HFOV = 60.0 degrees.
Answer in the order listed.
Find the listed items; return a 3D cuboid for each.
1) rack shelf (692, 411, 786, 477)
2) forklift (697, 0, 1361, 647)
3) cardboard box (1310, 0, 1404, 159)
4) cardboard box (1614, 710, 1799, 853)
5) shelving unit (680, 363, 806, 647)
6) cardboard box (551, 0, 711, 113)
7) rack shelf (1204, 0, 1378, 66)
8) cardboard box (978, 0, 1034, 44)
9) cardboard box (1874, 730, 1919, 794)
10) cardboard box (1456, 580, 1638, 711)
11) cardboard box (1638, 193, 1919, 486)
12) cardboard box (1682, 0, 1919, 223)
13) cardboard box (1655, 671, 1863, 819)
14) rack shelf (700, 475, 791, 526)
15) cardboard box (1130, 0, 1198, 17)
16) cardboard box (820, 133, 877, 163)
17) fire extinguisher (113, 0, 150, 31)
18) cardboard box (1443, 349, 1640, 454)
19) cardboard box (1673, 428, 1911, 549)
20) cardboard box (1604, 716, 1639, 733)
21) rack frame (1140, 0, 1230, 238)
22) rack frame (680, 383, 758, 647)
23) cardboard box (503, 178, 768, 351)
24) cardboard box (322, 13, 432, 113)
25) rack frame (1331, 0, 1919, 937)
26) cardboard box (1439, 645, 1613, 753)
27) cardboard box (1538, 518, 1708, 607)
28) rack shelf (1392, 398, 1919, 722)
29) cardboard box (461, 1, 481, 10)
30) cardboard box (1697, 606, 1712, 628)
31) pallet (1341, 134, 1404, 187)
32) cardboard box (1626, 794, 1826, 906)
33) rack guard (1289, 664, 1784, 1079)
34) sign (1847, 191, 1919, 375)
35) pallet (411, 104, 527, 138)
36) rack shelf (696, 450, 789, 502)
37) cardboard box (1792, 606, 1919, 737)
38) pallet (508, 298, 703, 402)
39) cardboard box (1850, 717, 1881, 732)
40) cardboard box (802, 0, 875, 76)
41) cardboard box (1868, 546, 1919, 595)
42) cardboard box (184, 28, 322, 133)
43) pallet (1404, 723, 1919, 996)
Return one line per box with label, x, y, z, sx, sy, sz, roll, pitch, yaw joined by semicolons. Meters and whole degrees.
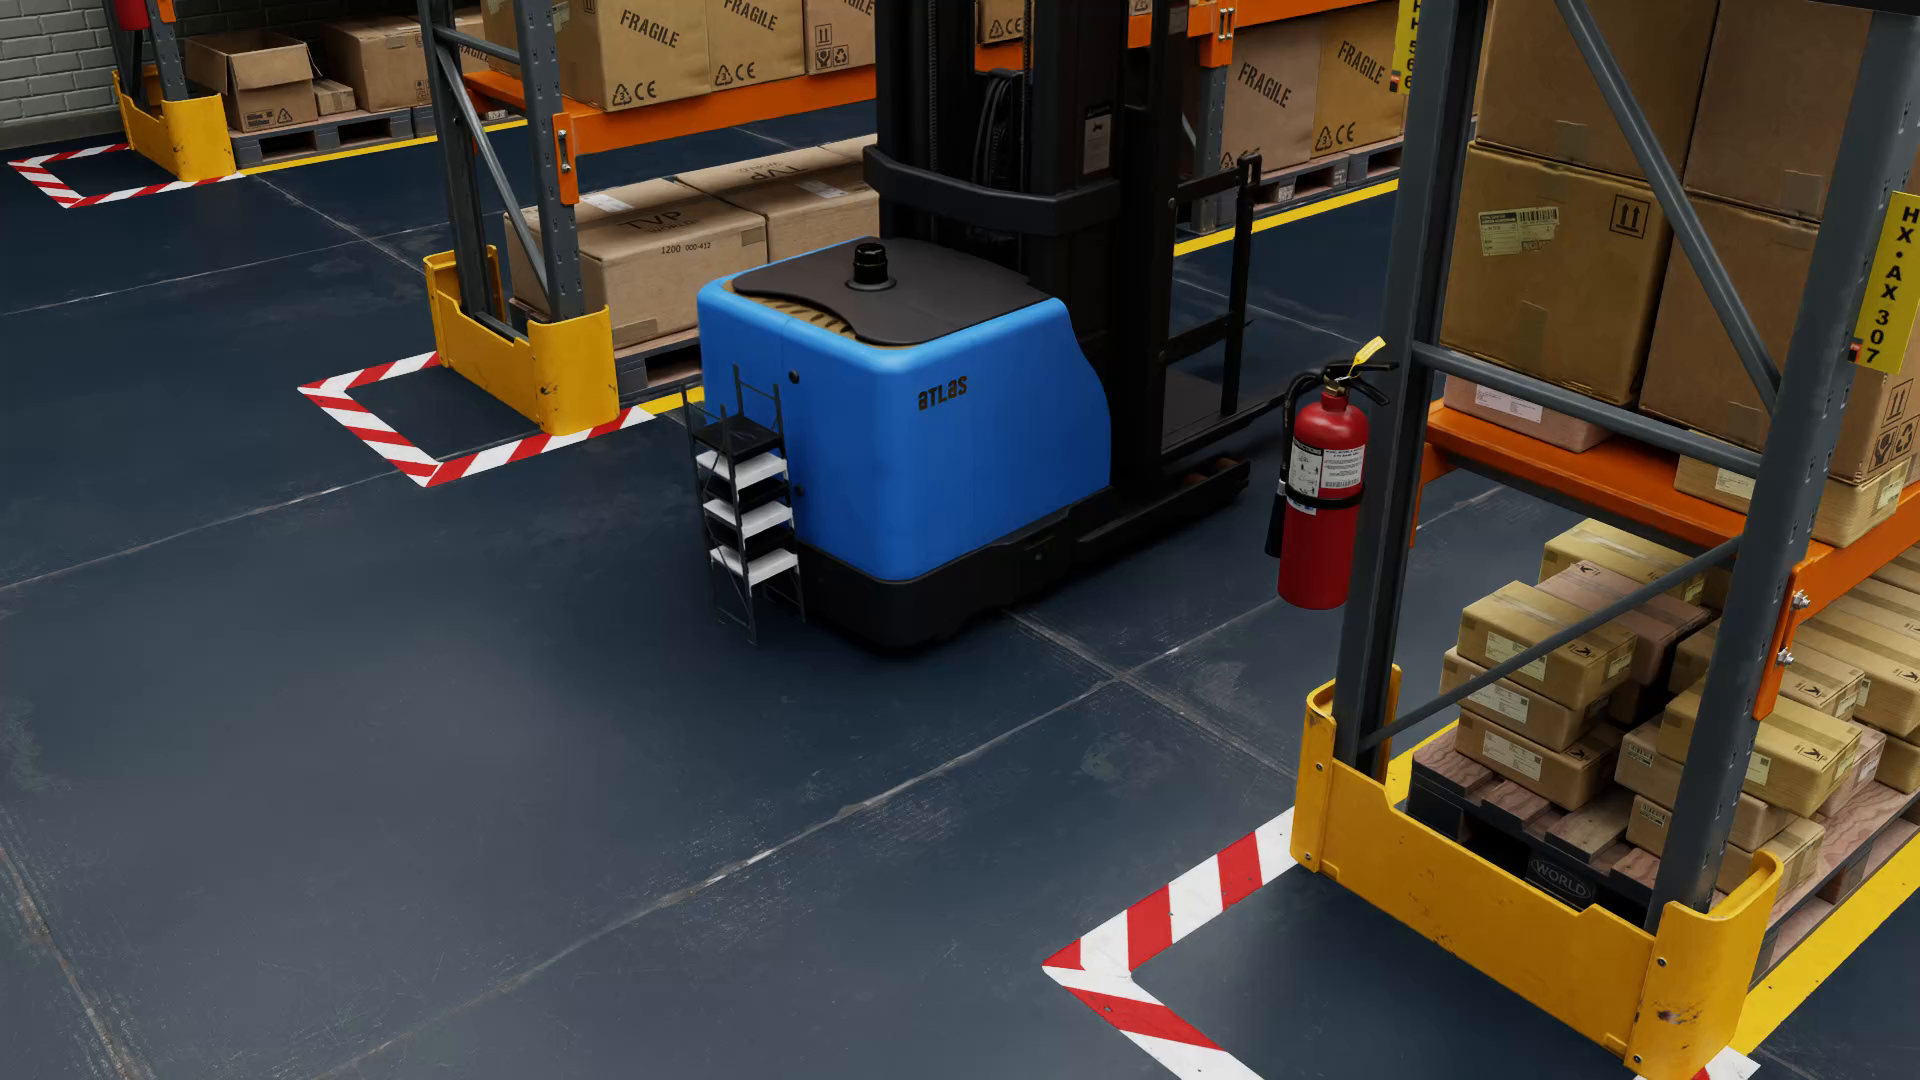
rack shelf;-0.720;-0.311;5.364;0.200;0.077;0.258;-27;38;-34
forklift;0.496;-1.536;6.014;3.031;2.935;1.130;-25;37;-39
cardboard box;2.197;-2.990;10.472;0.875;0.875;0.875;-21;34;-34
cardboard box;1.907;0.596;4.217;0.250;0.149;0.380;-20;34;-33
shelving unit;-0.708;-0.108;5.484;0.210;0.900;0.258;-27;38;-34
cardboard box;-1.396;-2.109;6.908;0.500;0.500;0.500;-22;35;-35
rack shelf;2.617;-3.539;10.454;4.000;0.370;1.077;-22;35;-35
cardboard box;0.148;-2.737;8.083;0.500;0.500;0.500;-23;35;-36
cardboard box;2.544;0.523;4.668;0.250;0.149;0.380;-21;35;-34
cardboard box;1.580;0.280;4.492;0.250;0.149;0.380;-21;35;-34
cardboard box;1.863;-0.491;3.564;0.500;0.500;0.500;-20;34;-33
cardboard box;1.856;-0.936;3.336;0.500;0.500;0.500;-22;35;-35
cardboard box;1.961;0.494;4.091;0.250;0.149;0.380;-24;36;-37
rack shelf;-0.711;-0.157;5.455;0.200;0.077;0.258;-27;38;-34
cardboard box;0.908;-3.055;8.679;0.500;0.500;0.500;-22;35;-34
cardboard box;-0.133;-1.872;8.844;0.875;0.438;0.875;-23;36;-36
fire extinguisher;-4.984;-3.390;9.889;0.183;0.674;0.296;-22;35;-35
cardboard box;1.407;-0.367;4.021;0.250;0.149;0.380;-22;35;-35
cardboard box;1.801;-0.148;3.611;0.250;0.149;0.380;-22;35;-35
cardboard box;1.737;0.444;4.815;0.250;0.149;0.380;-21;34;-33
rack frame;1.095;-3.245;9.139;0.127;3.000;1.000;-22;35;-35
rack frame;-0.784;-0.070;5.428;0.006;0.900;0.240;-27;38;-34
cardboard box;-1.510;-1.314;7.799;0.875;0.438;0.875;-23;36;-37
cardboard box;-3.970;-3.283;11.418;0.500;0.500;0.700;-20;34;-33
rack frame;1.342;-0.277;3.586;0.127;3.000;1.000;-22;35;-35
cardboard box;1.558;0.400;4.582;0.250;0.149;0.380;-23;36;-36
cardboard box;1.923;0.099;4.831;0.250;0.149;0.380;-23;36;-36
rack shelf;2.864;-0.572;4.900;4.000;0.370;1.077;-22;35;-35
cardboard box;-3.180;-3.601;12.012;0.500;0.500;0.700;-23;36;-37
cardboard box;1.953;0.240;4.881;0.250;0.149;0.380;-24;36;-37
pallet;2.562;-2.653;10.991;1.213;0.211;1.003;-22;35;-35
cardboard box;1.948;0.750;4.244;0.250;0.149;0.380;-21;35;-34
rack guard;1.400;0.802;4.219;0.348;0.500;1.175;-22;35;-35
sign;1.694;-0.464;3.018;0.005;0.325;0.100;-22;35;-35
pallet;-3.581;-3.208;12.030;1.213;0.211;1.003;-22;35;-35
rack shelf;-0.715;-0.234;5.409;0.200;0.077;0.258;-27;38;-34
cardboard box;2.368;0.336;4.387;0.250;0.149;0.380;-22;35;-35
pallet;-1.390;-1.064;8.017;1.213;0.211;1.003;-22;35;-35
cardboard box;2.281;0.425;4.535;0.250;0.149;0.380;-21;35;-34
cardboard box;-0.631;-2.423;7.495;0.500;0.500;0.500;-22;35;-35
cardboard box;2.720;0.149;4.737;0.250;0.149;0.380;-20;34;-33
cardboard box;-4.645;-3.037;10.954;0.637;0.503;0.797;-24;36;-37
pallet;2.041;0.694;4.728;1.213;0.211;1.003;-22;35;-35
